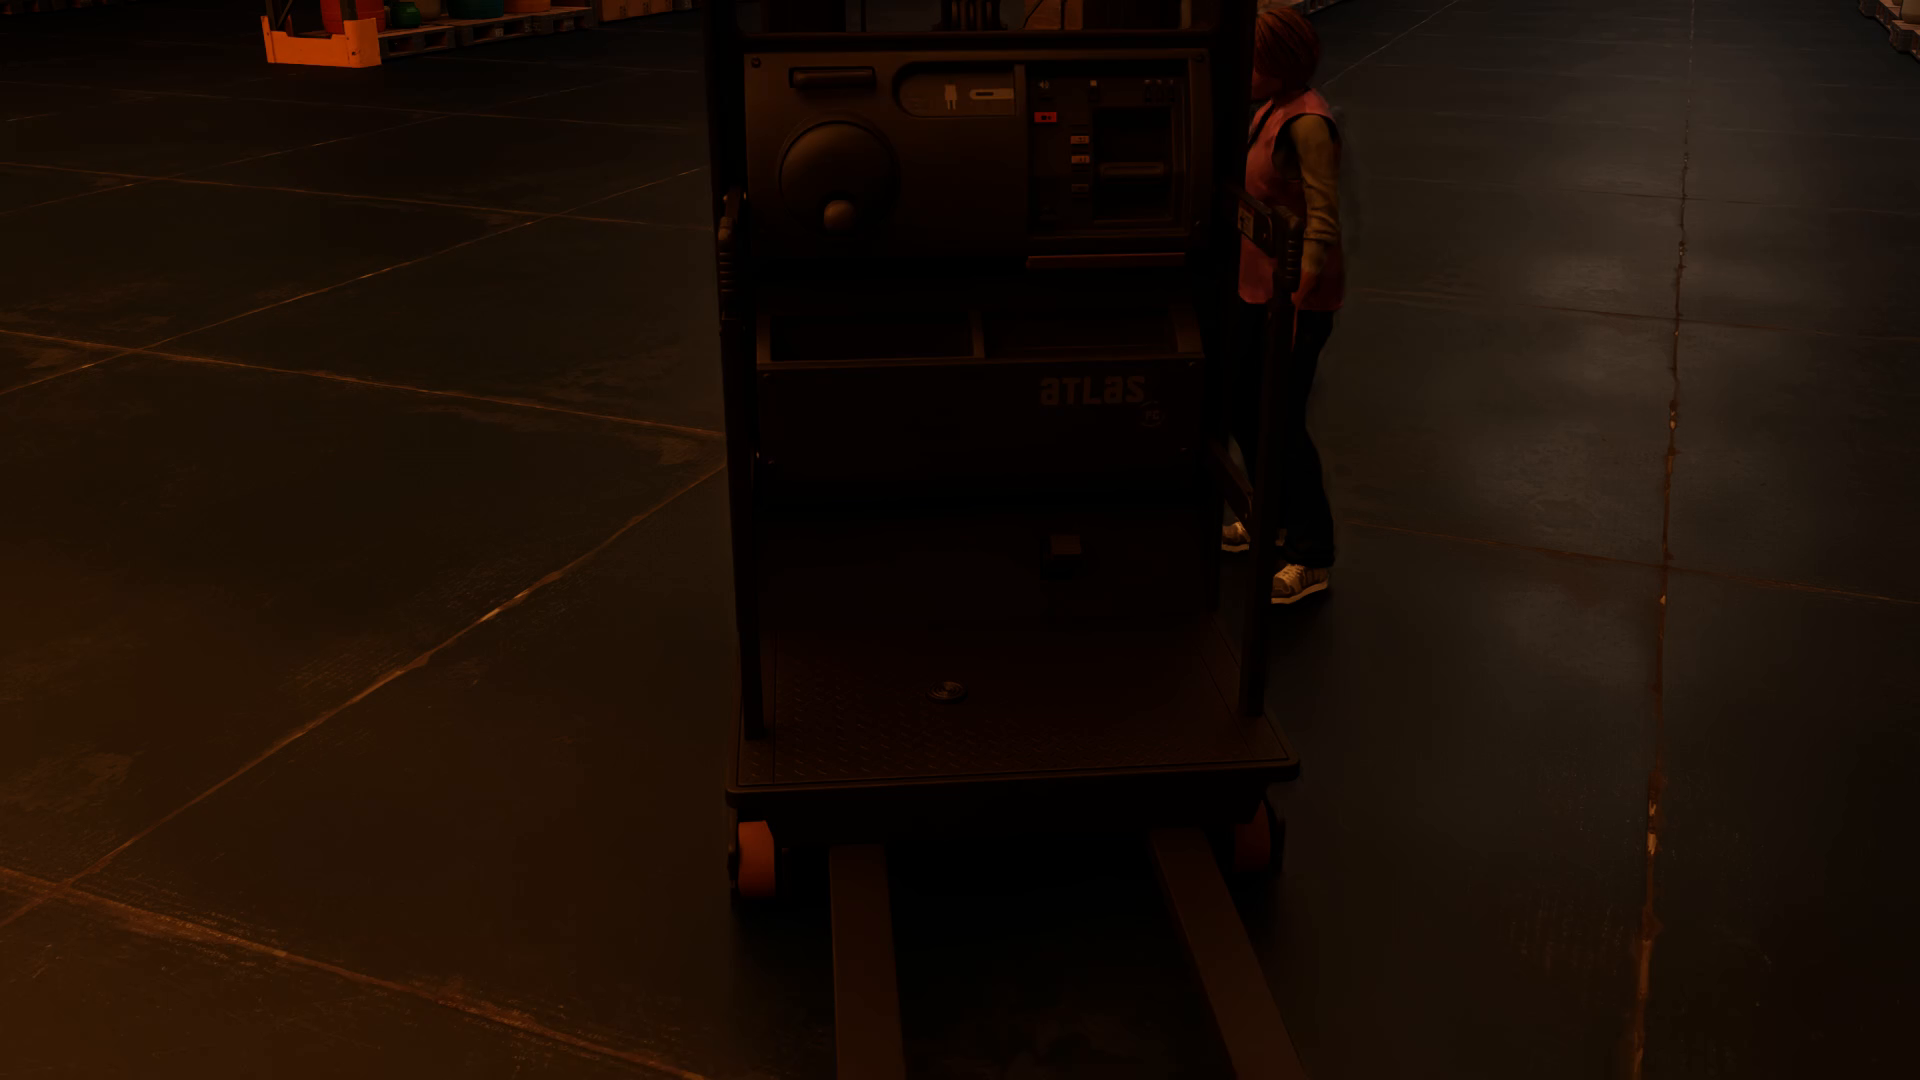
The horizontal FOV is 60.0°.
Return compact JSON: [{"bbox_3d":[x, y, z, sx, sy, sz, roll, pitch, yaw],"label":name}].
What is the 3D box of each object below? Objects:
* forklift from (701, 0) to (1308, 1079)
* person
[{"bbox_3d":[0.064,-0.761,3.112,1.130,2.935,3.031,-2,23,-5],"label":"forklift"},{"bbox_3d":[0.898,-0.659,4.634,0.324,1.574,0.654,-3,23,-7],"label":"person"}]
